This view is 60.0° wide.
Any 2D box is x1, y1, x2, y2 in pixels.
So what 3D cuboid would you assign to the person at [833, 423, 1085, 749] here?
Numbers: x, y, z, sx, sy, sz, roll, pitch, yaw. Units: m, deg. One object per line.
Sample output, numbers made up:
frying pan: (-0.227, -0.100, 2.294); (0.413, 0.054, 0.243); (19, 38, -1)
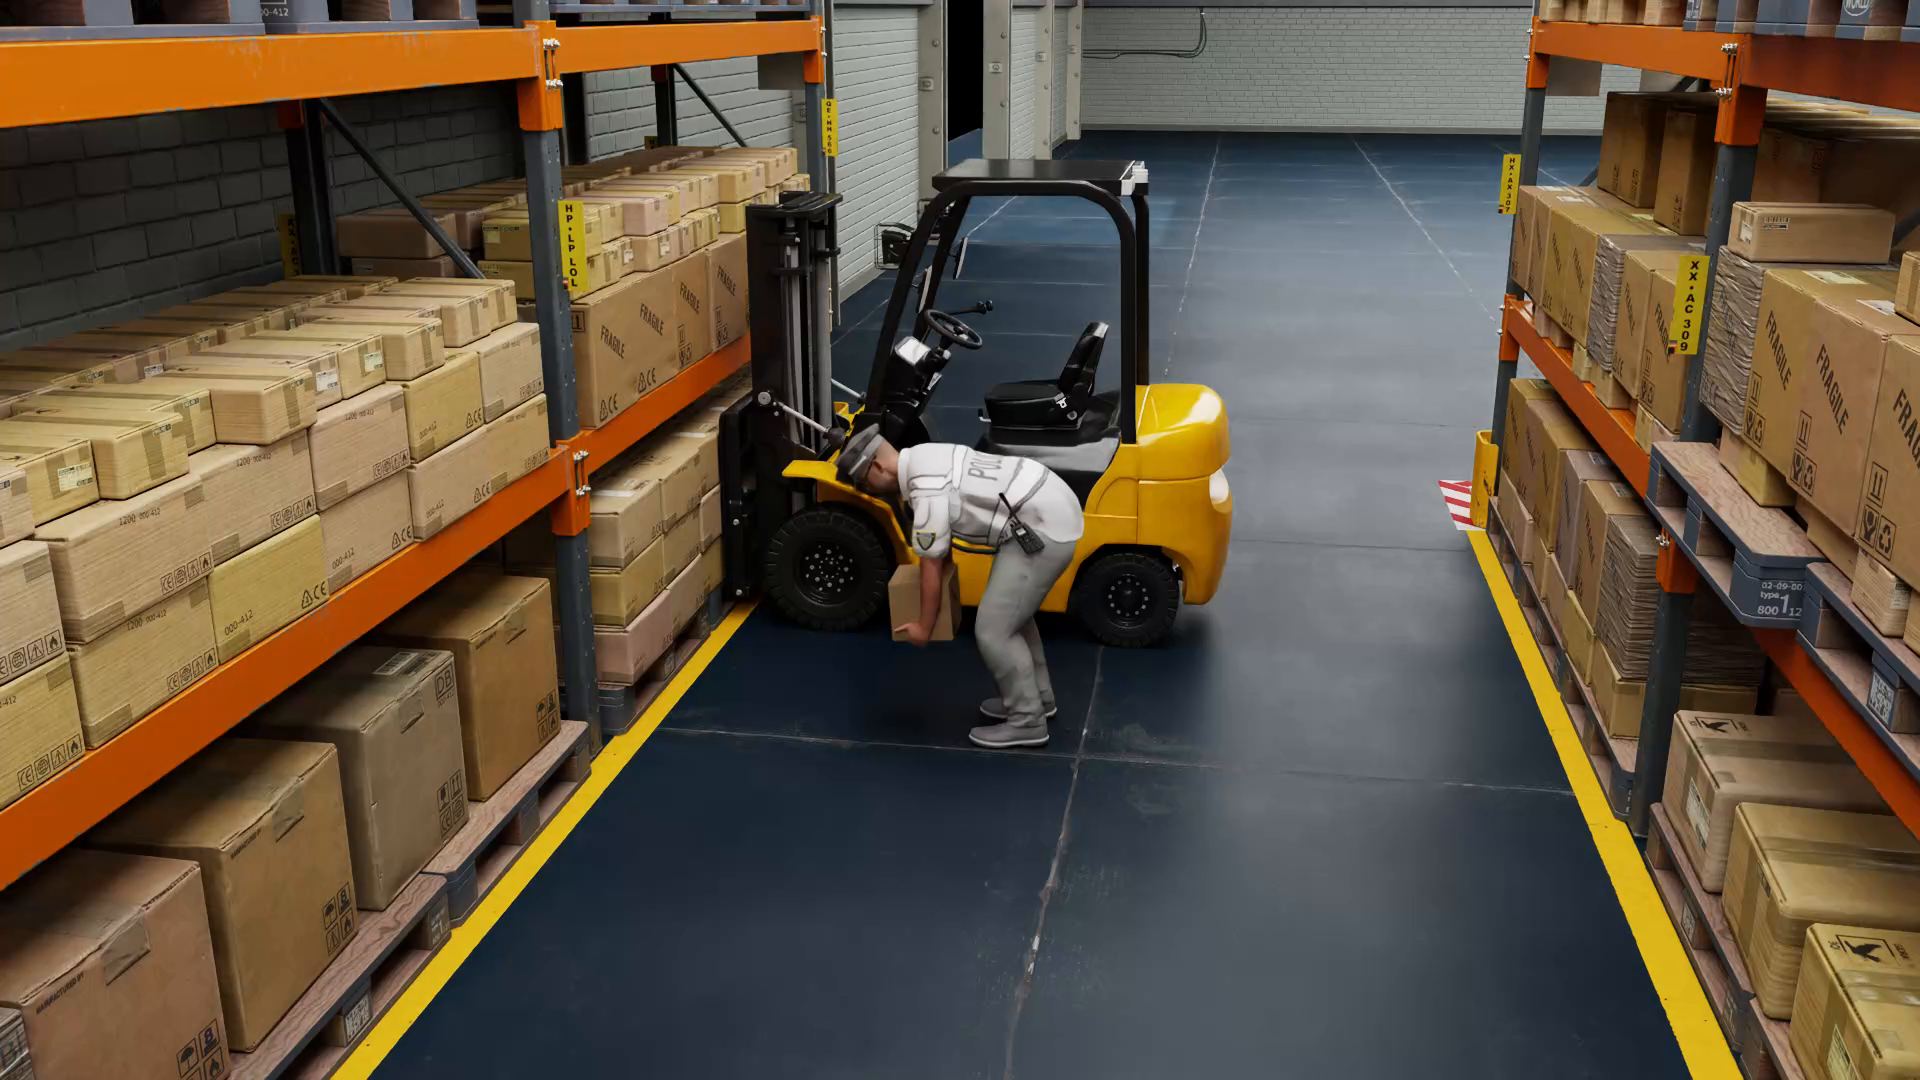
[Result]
person: (-0.005, 0.166, 6.783); (1.016, 1.295, 0.486); (2, 18, 7)
